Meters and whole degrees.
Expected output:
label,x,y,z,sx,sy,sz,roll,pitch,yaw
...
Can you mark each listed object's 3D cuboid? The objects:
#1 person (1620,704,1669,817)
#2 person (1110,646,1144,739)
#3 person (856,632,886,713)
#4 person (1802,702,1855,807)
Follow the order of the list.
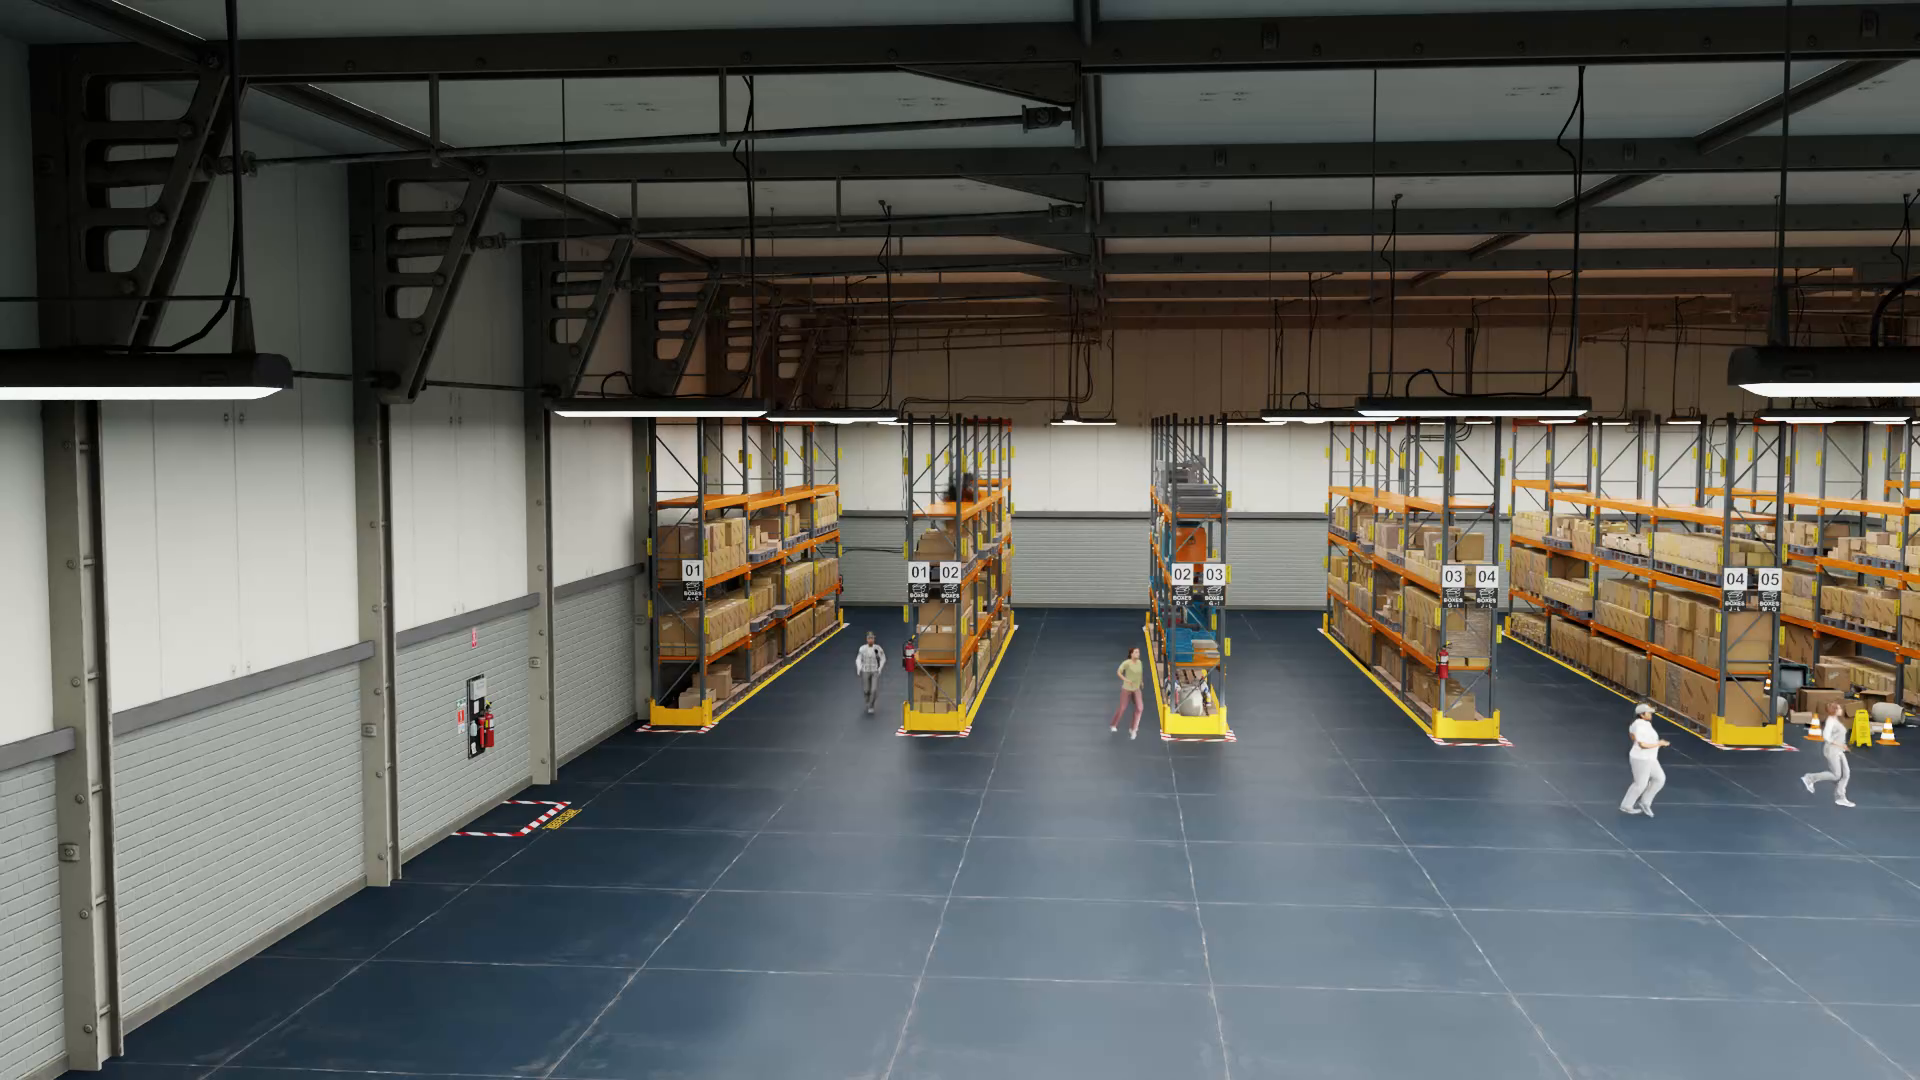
label,x,y,z,sx,sy,sz,roll,pitch,yaw
person,10.088,3.257,24.475,0.661,1.695,0.586,2,4,30
person,3.196,2.815,30.999,0.643,1.688,0.760,-2,4,-24
person,-1.793,2.648,33.612,0.603,1.648,0.593,0,4,0
person,13.247,3.240,25.302,0.734,1.575,0.533,3,5,40
